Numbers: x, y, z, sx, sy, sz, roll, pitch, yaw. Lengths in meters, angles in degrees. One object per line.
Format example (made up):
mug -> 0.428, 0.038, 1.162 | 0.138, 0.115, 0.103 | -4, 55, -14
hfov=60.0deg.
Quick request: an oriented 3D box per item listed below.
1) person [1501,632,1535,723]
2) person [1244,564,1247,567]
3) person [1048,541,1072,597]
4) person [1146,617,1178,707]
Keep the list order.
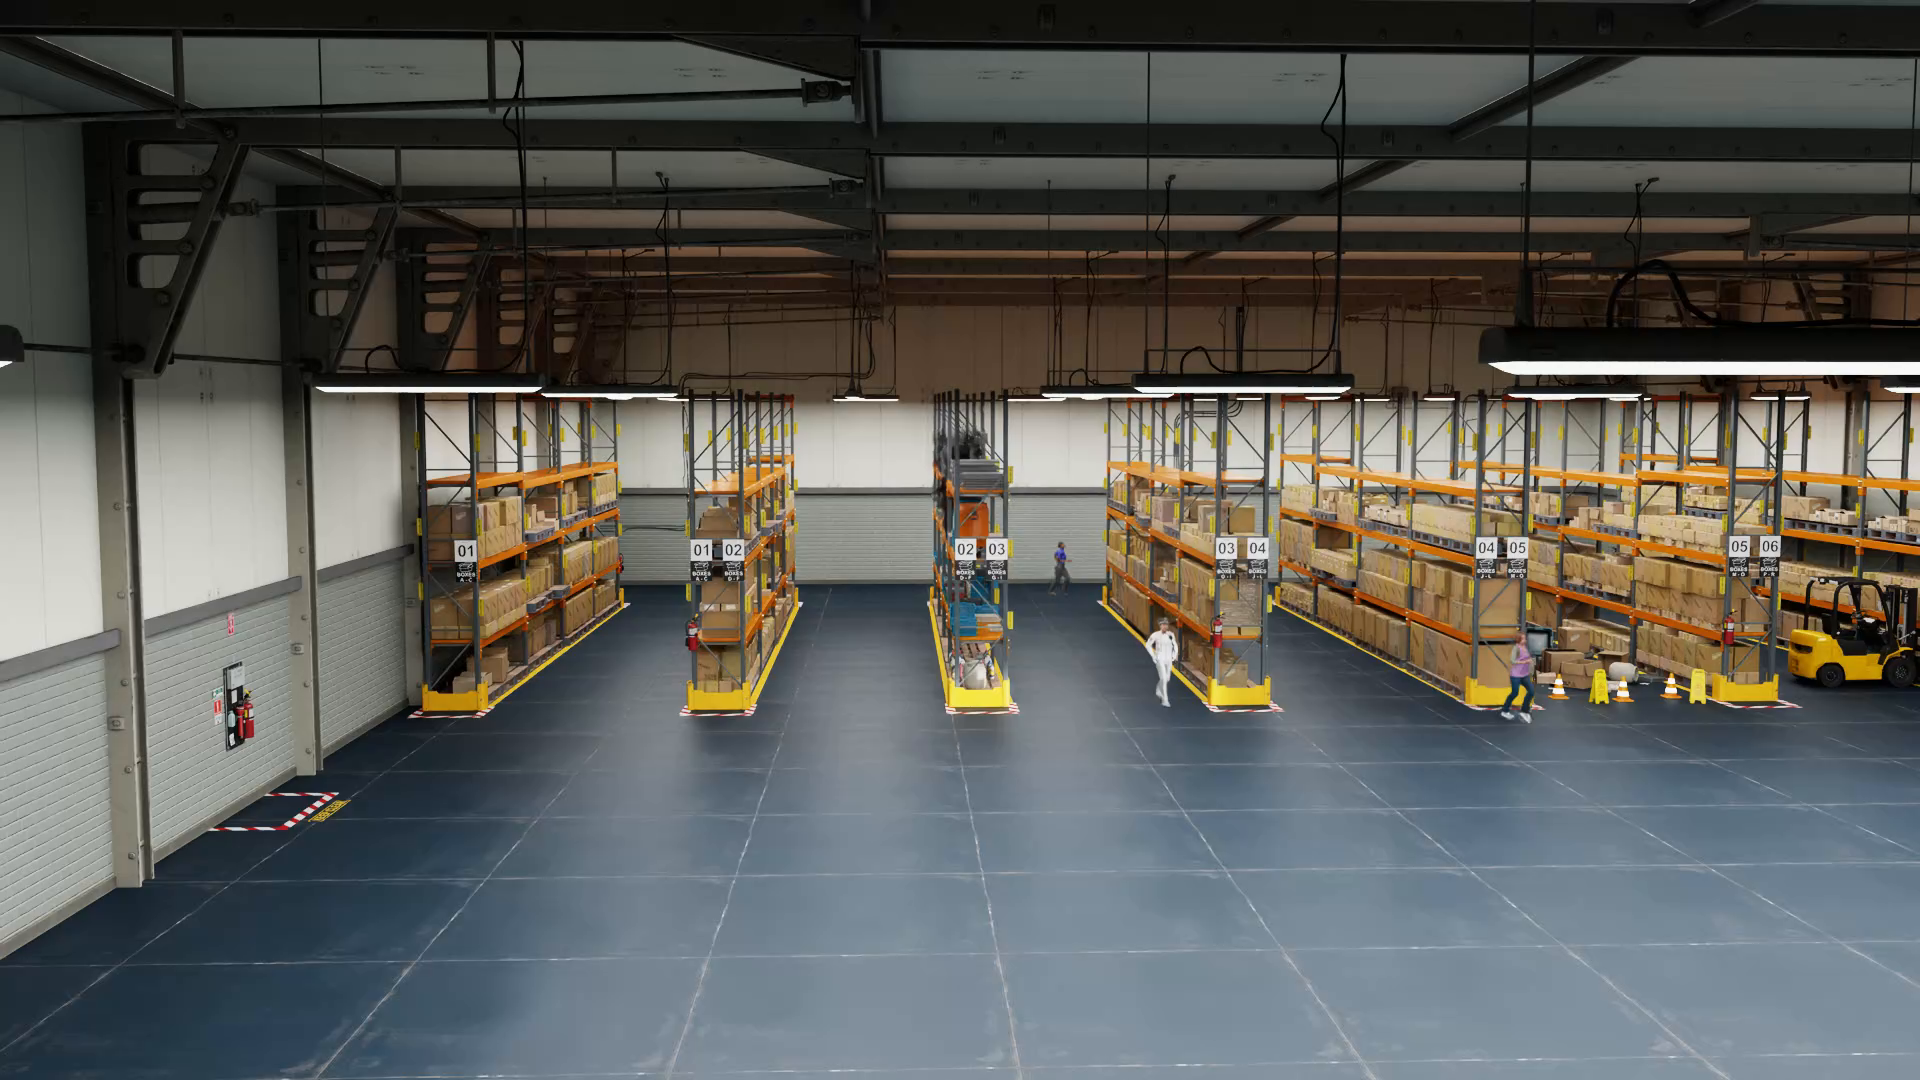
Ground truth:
person -> 10.090, 2.485, 29.998 | 0.535, 1.644, 0.633 | -4, 6, -37
person -> 7.885, 0.989, 48.005 | 0.749, 1.653, 0.755 | 4, 6, 41
person -> 2.989, 0.877, 49.441 | 0.740, 1.701, 0.561 | 1, 5, 17
person -> 3.868, 2.305, 31.861 | 0.623, 1.692, 0.791 | -1, 5, -15
